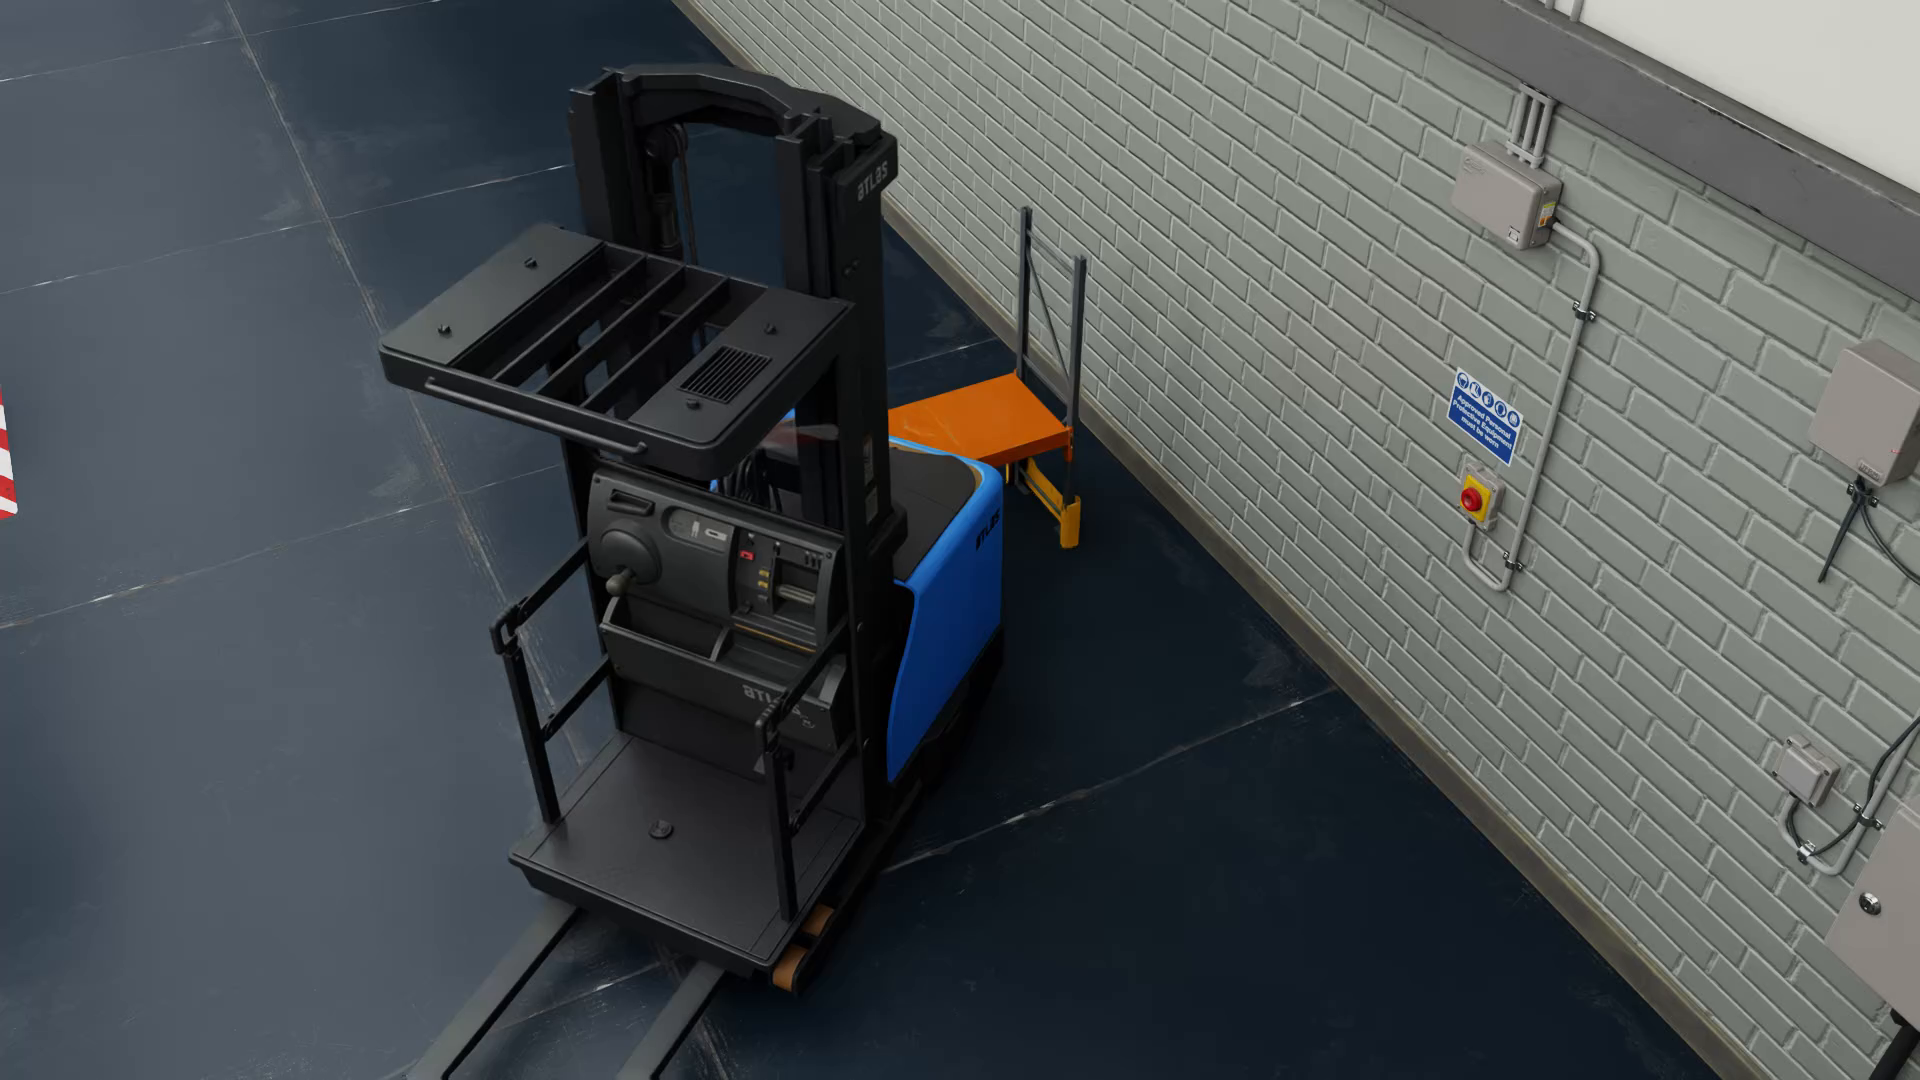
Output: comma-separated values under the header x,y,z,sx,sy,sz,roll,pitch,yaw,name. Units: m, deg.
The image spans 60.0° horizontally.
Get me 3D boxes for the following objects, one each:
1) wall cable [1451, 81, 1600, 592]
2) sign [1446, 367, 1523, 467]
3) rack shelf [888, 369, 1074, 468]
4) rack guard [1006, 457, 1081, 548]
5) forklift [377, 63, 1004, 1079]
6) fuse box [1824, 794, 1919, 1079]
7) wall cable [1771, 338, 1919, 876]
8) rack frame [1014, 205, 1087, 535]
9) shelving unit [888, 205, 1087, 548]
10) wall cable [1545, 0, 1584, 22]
x,y,z,sx,sy,sz,roll,pitch,yaw,name
1.766,-0.674,5.403,0.123,1.953,0.585,-19,44,-21,wall cable
1.798,-0.424,5.709,0.001,0.218,0.327,-19,44,-21,sign
-0.063,-0.423,7.357,1.000,0.185,0.538,-18,44,-20,rack shelf
0.387,-0.234,7.822,0.087,0.250,0.587,-18,44,-20,rack guard
-0.911,0.143,5.301,1.130,2.935,3.031,17,43,19,forklift
2.607,1.464,4.685,0.414,1.711,0.539,-19,44,-21,fuse box
2.431,0.147,4.457,0.122,1.984,0.588,-19,44,-21,wall cable
0.389,-0.711,7.418,0.032,1.500,0.500,-18,44,-20,rack frame
-0.055,-0.563,7.244,1.083,1.500,0.587,-18,44,-20,shelving unit
1.691,-2.727,3.996,0.029,3.000,0.463,-19,44,-21,wall cable
